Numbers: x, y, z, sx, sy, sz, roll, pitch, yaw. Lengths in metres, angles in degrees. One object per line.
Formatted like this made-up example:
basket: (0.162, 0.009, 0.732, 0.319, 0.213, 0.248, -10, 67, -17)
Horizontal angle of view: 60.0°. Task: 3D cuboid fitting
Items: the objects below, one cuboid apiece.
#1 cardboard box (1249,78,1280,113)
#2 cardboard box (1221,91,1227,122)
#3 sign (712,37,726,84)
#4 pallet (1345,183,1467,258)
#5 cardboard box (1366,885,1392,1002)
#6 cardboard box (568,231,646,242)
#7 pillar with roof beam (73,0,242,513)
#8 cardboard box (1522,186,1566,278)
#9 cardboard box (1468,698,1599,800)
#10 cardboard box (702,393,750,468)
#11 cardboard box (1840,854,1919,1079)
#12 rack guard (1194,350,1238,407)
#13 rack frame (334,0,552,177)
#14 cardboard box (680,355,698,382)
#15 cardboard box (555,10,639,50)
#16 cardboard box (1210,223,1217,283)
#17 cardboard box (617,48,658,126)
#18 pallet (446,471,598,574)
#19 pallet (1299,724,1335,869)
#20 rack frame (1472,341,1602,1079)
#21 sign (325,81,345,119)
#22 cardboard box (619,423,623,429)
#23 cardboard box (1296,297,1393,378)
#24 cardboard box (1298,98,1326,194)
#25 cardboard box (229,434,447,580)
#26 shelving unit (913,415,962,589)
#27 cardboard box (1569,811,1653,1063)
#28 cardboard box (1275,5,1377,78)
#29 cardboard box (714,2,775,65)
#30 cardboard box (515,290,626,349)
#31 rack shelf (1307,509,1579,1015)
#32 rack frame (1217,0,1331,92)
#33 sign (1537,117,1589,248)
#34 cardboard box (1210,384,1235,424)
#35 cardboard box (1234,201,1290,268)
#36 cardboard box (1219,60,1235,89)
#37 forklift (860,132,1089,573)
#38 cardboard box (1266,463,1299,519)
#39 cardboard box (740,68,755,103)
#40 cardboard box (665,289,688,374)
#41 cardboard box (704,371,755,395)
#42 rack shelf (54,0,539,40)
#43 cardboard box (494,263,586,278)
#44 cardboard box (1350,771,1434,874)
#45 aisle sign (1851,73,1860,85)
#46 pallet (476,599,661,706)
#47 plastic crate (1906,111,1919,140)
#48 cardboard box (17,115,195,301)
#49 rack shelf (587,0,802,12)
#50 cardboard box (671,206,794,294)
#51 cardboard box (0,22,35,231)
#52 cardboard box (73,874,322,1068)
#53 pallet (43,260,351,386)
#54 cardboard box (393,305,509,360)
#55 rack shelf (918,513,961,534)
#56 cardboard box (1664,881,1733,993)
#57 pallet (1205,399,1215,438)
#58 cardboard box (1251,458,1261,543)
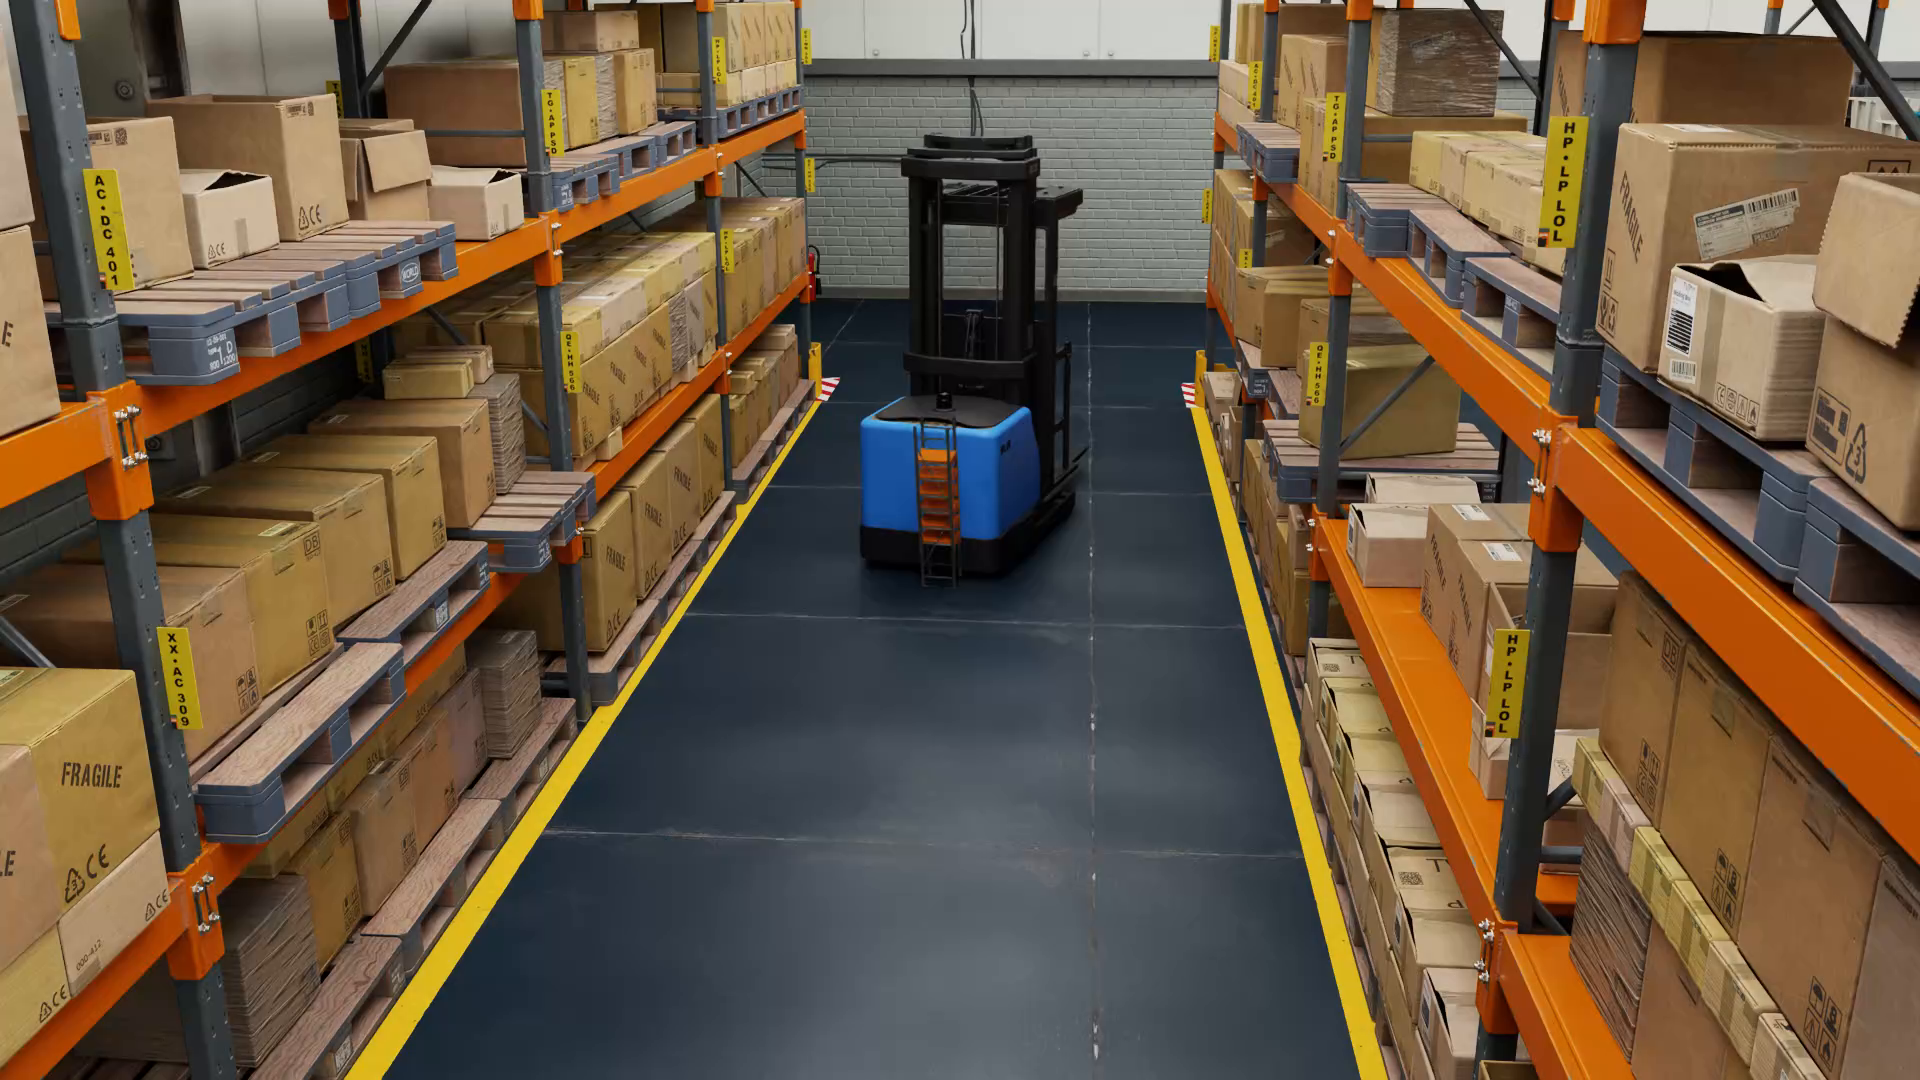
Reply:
cardboard box: (2.410, -3.309, 12.324, 0.500, 0.250, 0.500, 1, 18, 4)
cardboard box: (2.594, -3.847, 14.771, 0.500, 0.250, 0.500, 1, 18, 4)
sign: (-1.753, -3.481, 12.076, 0.100, 0.325, 0.005, 1, 18, 4)
pallet: (2.400, -1.440, 7.488, 1.213, 0.211, 1.003, 2, 18, 6)
cardboard box: (1.887, 1.581, 6.523, 0.500, 0.250, 0.500, 2, 18, 5)
cardboard box: (-2.588, -2.087, 12.100, 0.500, 0.250, 0.500, 2, 18, 6)
pillar with roof beam: (0.756, -2.797, 6.508, 9.100, 9.000, 0.400, 1, 18, 4)
cardboard box: (2.163, -0.991, 5.378, 0.500, 0.250, 0.500, 0, 18, -1)
cardboard box: (1.952, 0.712, 5.650, 0.396, 0.266, 0.258, 1, 18, 3)
cardboard box: (-2.139, -0.911, 13.726, 0.700, 0.500, 0.500, 2, 18, 5)
cardboard box: (1.939, 0.866, 2.718, 0.700, 0.500, 0.500, 1, 18, 4)
rack guard: (2.927, -1.591, 16.475, 1.175, 0.500, 0.348, 1, 18, 4)
rack frame: (-2.582, -3.278, 7.974, 1.000, 3.000, 0.127, 1, 18, 4)
cardboard box: (-2.055, -1.206, 11.658, 0.380, 0.149, 0.250, 1, 18, 4)
cardboard box: (-2.489, -3.437, 11.207, 0.500, 0.250, 0.500, 3, 18, 8)
cardboard box: (2.638, -2.718, 15.739, 0.500, 0.500, 0.500, 2, 18, 5)
cardboard box: (-2.468, -3.080, 11.322, 0.700, 0.500, 0.500, 0, 18, 1)
pallet: (-2.527, -0.112, 8.256, 1.213, 0.211, 1.003, 1, 18, 4)
pallet: (2.261, 1.262, 8.231, 1.003, 0.211, 1.213, 1, 18, 4)
rack frame: (2.073, 0.925, 4.783, 1.000, 3.000, 0.127, 1, 18, 4)
sign: (-3.135, -2.151, 8.394, 0.100, 0.325, 0.005, 1, 18, 4)
cardboard box: (-2.292, -0.734, 10.219, 0.380, 0.149, 0.250, 2, 18, 5)
cardboard box: (2.581, -1.257, 10.606, 0.700, 0.500, 0.500, -3, 18, -10)
cardboard box: (2.431, -2.247, 9.484, 0.910, 0.500, 0.500, 1, 18, 4)
cardboard box: (-2.673, -0.150, 7.196, 0.700, 0.500, 0.500, 1, 18, 4)
shelving unit: (-0.146, -0.246, 11.222, 0.258, 1.200, 0.189, 4, 28, 13)
cardboard box: (2.047, 1.015, 4.347, 0.700, 0.500, 0.500, 1, 18, 2)
cardboard box: (2.643, -3.660, 12.191, 0.700, 0.500, 0.500, 1, 18, 4)
cardboard box: (-1.864, -4.318, 14.169, 0.500, 0.500, 0.500, 0, 18, 1)
cardboard box: (-2.254, -1.284, 9.649, 0.500, 0.250, 0.500, 1, 18, 3)
rack shelf: (2.216, 0.646, 6.791, 1.077, 0.370, 4.000, 1, 18, 4)
rack frame: (2.933, -5.653, 15.223, 1.000, 3.000, 0.127, 1, 18, 4)
sign: (1.531, -0.905, 4.214, 0.100, 0.325, 0.005, 1, 18, 4)
cardboard box: (2.539, -1.231, 15.073, 0.500, 0.250, 0.500, 1, 18, 4)
cardboard box: (2.458, -2.404, 13.177, 0.500, 0.500, 0.500, 1, 18, 3)
cardboard box: (2.636, -4.240, 15.167, 0.500, 0.250, 0.500, 1, 18, 4)
forklift: (0.268, -1.585, 12.554, 1.130, 2.935, 3.031, 6, 19, 19)
cardboard box: (2.261, -0.326, 10.705, 0.500, 0.250, 0.500, 1, 18, 3)
cardboard box: (-1.932, -3.637, 13.294, 0.500, 0.250, 0.500, 1, 18, 3)
cardboard box: (-2.148, -1.404, 11.220, 0.500, 0.500, 0.500, 1, 18, 4)
cardboard box: (-1.933, -1.321, 13.937, 0.380, 0.149, 0.250, 2, 18, 6)
rack shelf: (-2.725, -2.125, 6.253, 1.077, 0.370, 4.000, 1, 18, 4)
cardboard box: (-2.691, -1.606, 10.634, 0.500, 0.250, 0.500, 1, 18, 3)
cardboard box: (1.925, 1.161, 6.905, 0.500, 0.311, 0.500, 1, 18, 3)
aisle sign: (8.171, -3.942, 15.460, 0.394, 0.787, 0.004, 1, 18, 4)
pallet: (-2.450, 0.655, 10.085, 1.003, 0.211, 1.213, 1, 18, 4)
plastic crate: (7.333, -3.084, 12.469, 0.416, 0.233, 0.300, 1, 18, 4)
cardboard box: (-2.750, -1.025, 5.082, 0.500, 0.500, 0.500, 4, 19, 12)
rack shelf: (-2.152, -4.609, 13.836, 1.077, 0.370, 4.000, 1, 18, 4)
cardboard box: (-2.076, -2.669, 15.270, 0.980, 0.700, 0.700, 1, 18, 3)
cardboard box: (-2.634, -0.981, 3.982, 0.500, 0.500, 0.500, 0, 18, -1)
cardboard box: (-2.832, 1.565, 6.137, 0.700, 0.500, 0.500, 2, 18, 6)
pallet: (-2.718, -0.710, 5.257, 1.213, 0.211, 1.003, 1, 18, 4)
cardboard box: (-2.808, -1.128, 9.174, 0.500, 0.250, 0.500, 2, 18, 5)
rack shelf: (-0.140, -0.100, 11.298, 0.258, 0.103, 0.180, 4, 28, 13)
cardboard box: (1.808, 0.888, 3.694, 0.380, 0.149, 0.250, 1, 18, 3)
pallet: (2.871, -1.206, 15.764, 1.003, 0.211, 1.213, 1, 18, 4)
cardboard box: (2.341, -0.270, 11.738, 0.500, 0.500, 0.500, 2, 18, 5)
